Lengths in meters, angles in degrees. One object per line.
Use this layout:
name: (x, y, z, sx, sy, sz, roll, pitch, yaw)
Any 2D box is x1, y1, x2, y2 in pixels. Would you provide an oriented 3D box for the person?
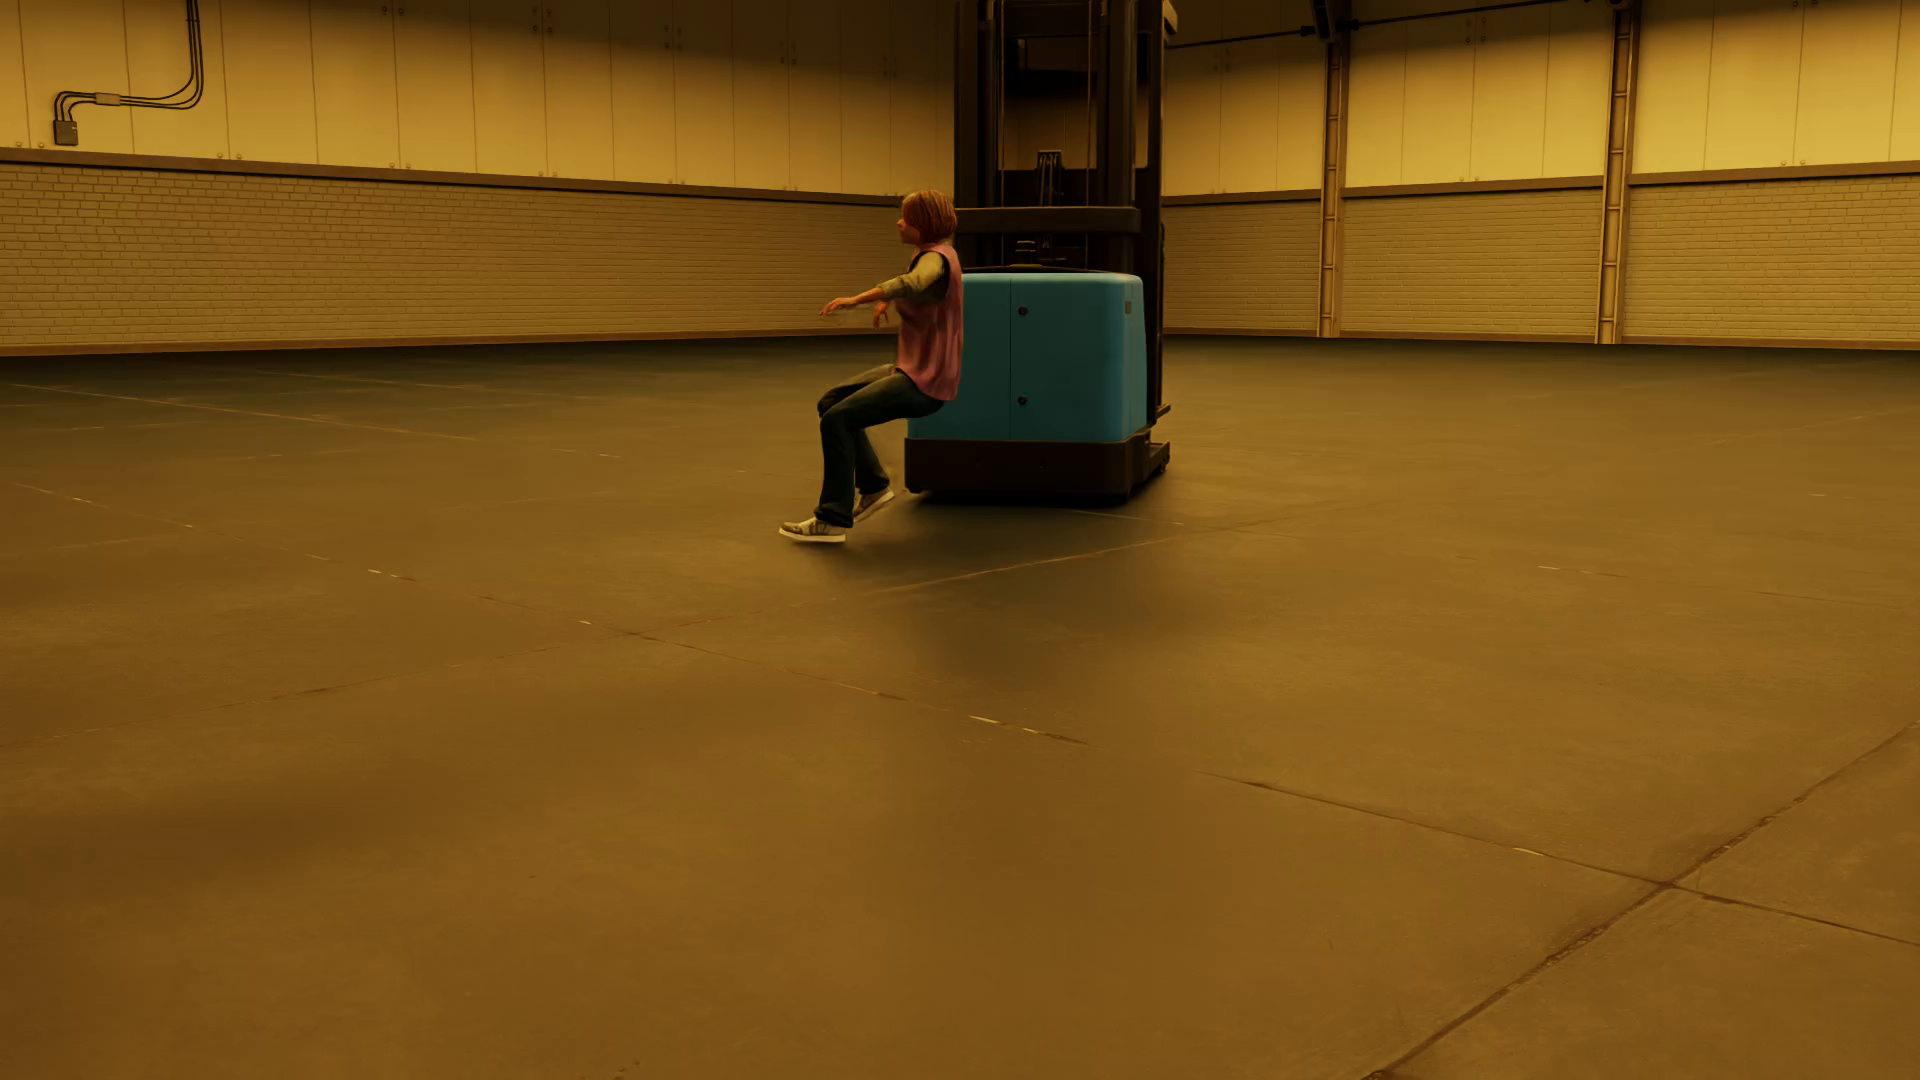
person: (-0.358, -0.693, 6.617, 0.746, 1.381, 0.999, -1, 9, -7)

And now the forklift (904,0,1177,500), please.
forklift: (0.563, -1.819, 8.954, 1.130, 2.935, 3.031, 2, 9, 13)
